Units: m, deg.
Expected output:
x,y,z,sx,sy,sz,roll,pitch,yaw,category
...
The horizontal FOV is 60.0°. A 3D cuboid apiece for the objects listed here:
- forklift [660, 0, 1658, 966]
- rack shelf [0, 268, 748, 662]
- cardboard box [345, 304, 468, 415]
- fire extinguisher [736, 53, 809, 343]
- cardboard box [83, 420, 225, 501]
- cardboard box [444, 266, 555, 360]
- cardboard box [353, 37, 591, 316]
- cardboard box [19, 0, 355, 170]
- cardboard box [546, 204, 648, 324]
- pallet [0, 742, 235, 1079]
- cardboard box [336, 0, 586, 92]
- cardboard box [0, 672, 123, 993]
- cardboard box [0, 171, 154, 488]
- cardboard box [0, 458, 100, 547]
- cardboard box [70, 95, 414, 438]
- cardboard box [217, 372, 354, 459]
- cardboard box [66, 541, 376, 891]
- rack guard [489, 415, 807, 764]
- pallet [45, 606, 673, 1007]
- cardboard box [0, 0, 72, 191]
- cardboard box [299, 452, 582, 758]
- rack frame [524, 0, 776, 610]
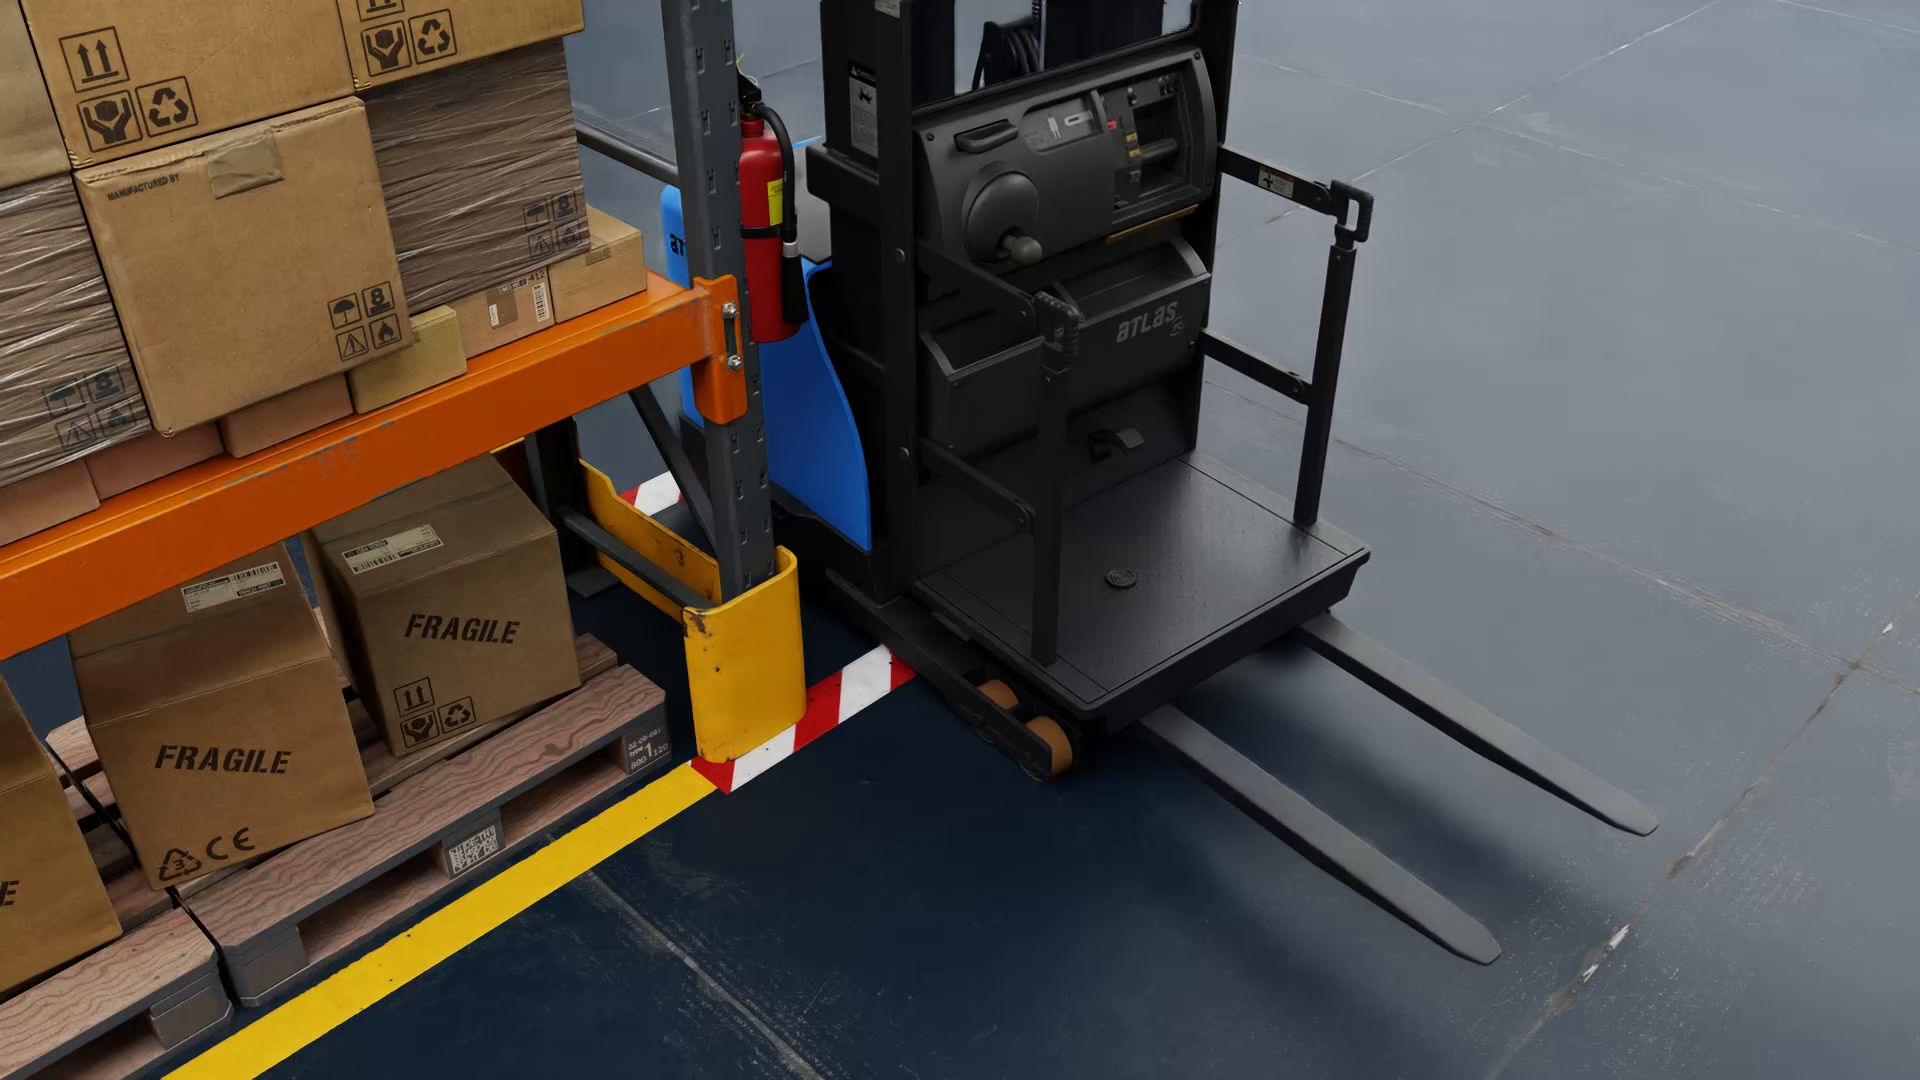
x,y,z,sx,sy,sz,roll,pitch,yaw,category
0.423,-0.899,3.977,1.130,2.935,3.031,-25,42,-31,forklift
-2.285,0.148,3.045,1.077,0.370,4.000,30,45,35,rack shelf
-1.247,-0.434,3.470,0.380,0.149,0.250,30,45,35,cardboard box
-0.468,-0.788,3.826,0.296,0.674,0.183,30,45,35,fire extinguisher
-1.639,-0.254,3.212,0.380,0.149,0.250,30,45,35,cardboard box
-1.107,-0.556,3.645,0.380,0.149,0.250,30,45,35,cardboard box
-1.283,-0.910,3.585,0.875,0.500,0.500,30,45,35,cardboard box
-1.436,-1.004,2.846,0.500,0.500,0.500,30,45,35,cardboard box
-0.930,-0.657,3.790,0.380,0.149,0.250,30,45,35,cardboard box
-2.387,1.024,3.598,1.003,0.211,1.213,30,45,35,pallet
-1.088,-1.210,3.141,0.500,0.500,0.500,30,45,35,cardboard box
-2.179,0.643,3.523,0.500,0.500,0.500,-25,42,-32,cardboard box
-1.933,-0.473,2.959,0.875,0.500,0.500,30,45,35,cardboard box
-1.799,-0.143,3.053,0.380,0.149,0.250,30,45,35,cardboard box
-1.550,-0.659,3.225,0.875,0.500,0.500,30,45,35,cardboard box
-1.434,-0.339,3.333,0.380,0.149,0.250,30,45,35,cardboard box
-1.725,0.397,3.877,0.500,0.500,0.500,-18,39,-24,cardboard box
-0.930,0.097,4.674,1.175,0.500,0.348,30,45,35,rack guard
-1.527,0.531,4.304,1.003,0.211,1.213,30,45,35,pallet
-1.791,-0.802,2.557,0.500,0.500,0.500,30,45,35,cardboard box
-1.328,0.140,4.245,0.500,0.500,0.500,-21,40,-28,cardboard box
-0.876,-0.959,4.003,1.000,3.000,0.127,30,45,35,rack frame
